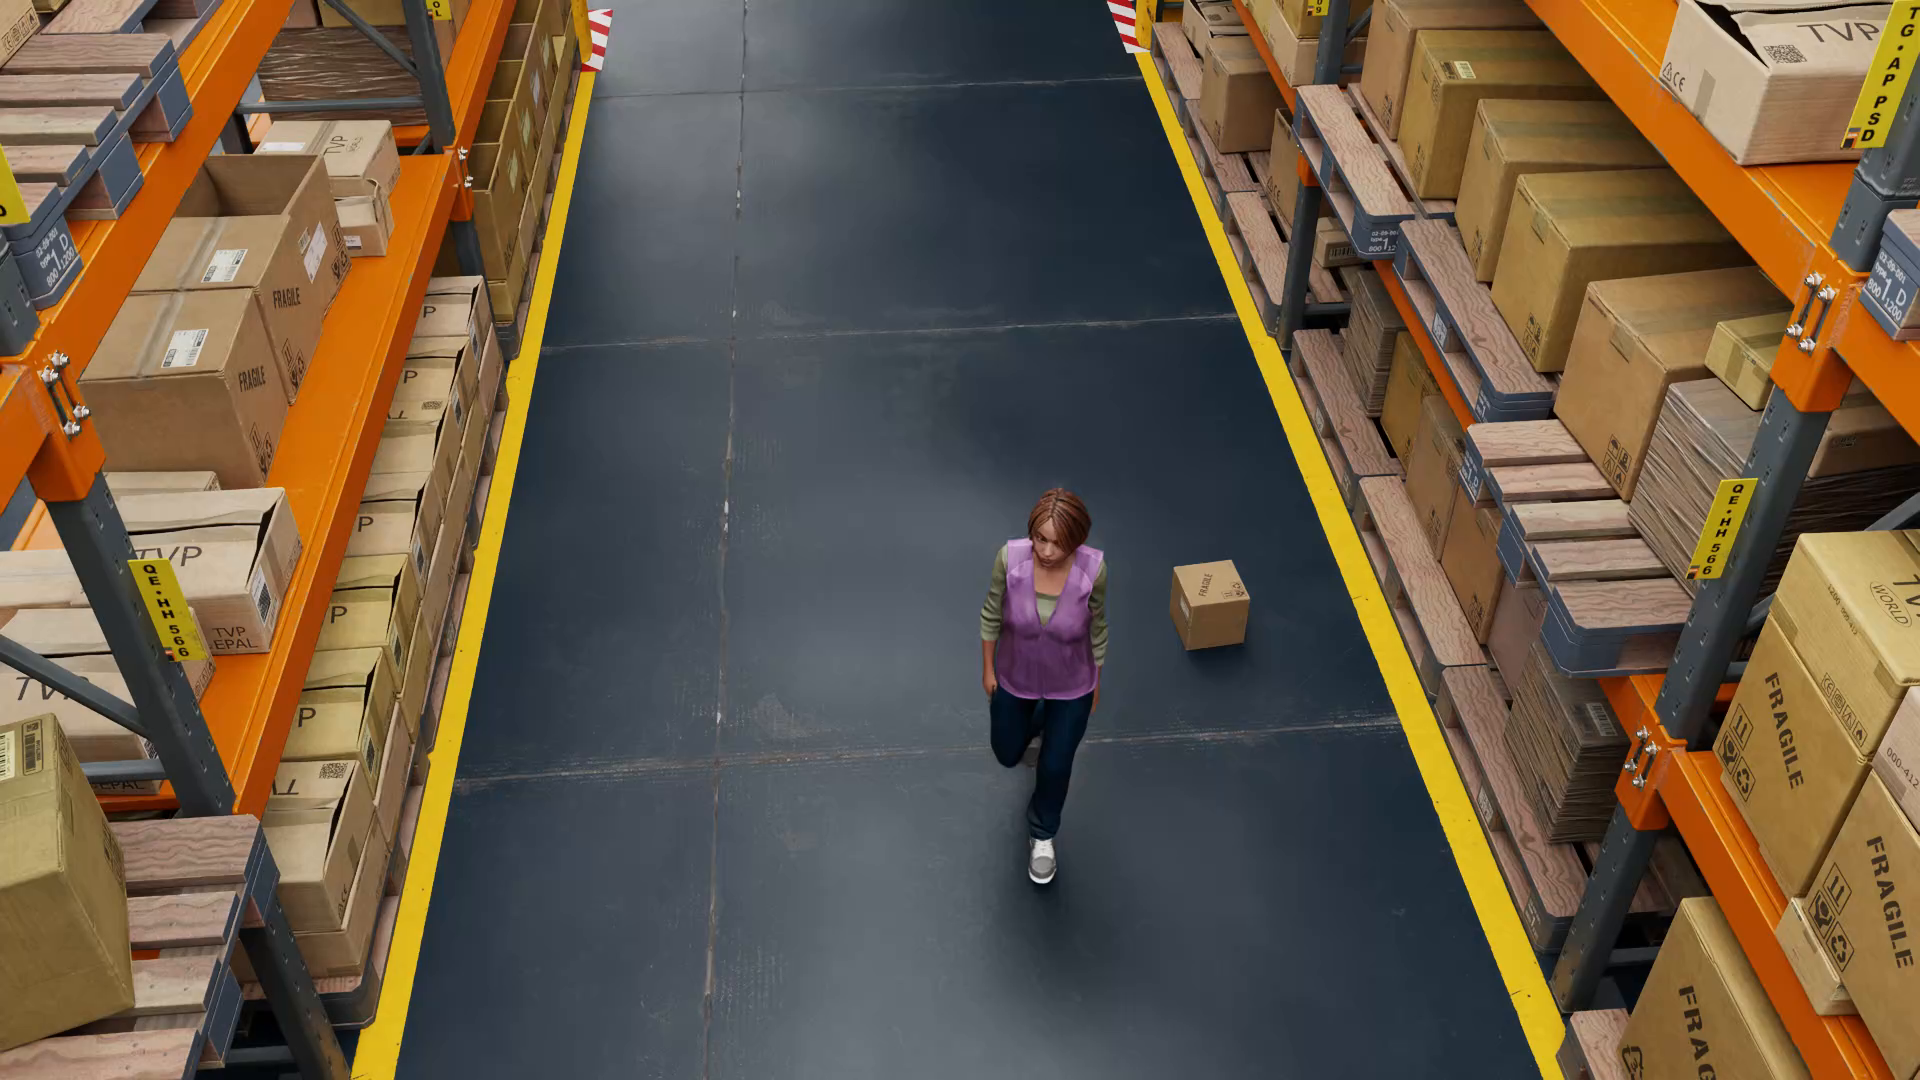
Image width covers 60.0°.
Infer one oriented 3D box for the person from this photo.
[{"bbox_3d":[0.287,0.413,5.638,0.424,1.578,0.660,6,40,7],"label":"person"}]
